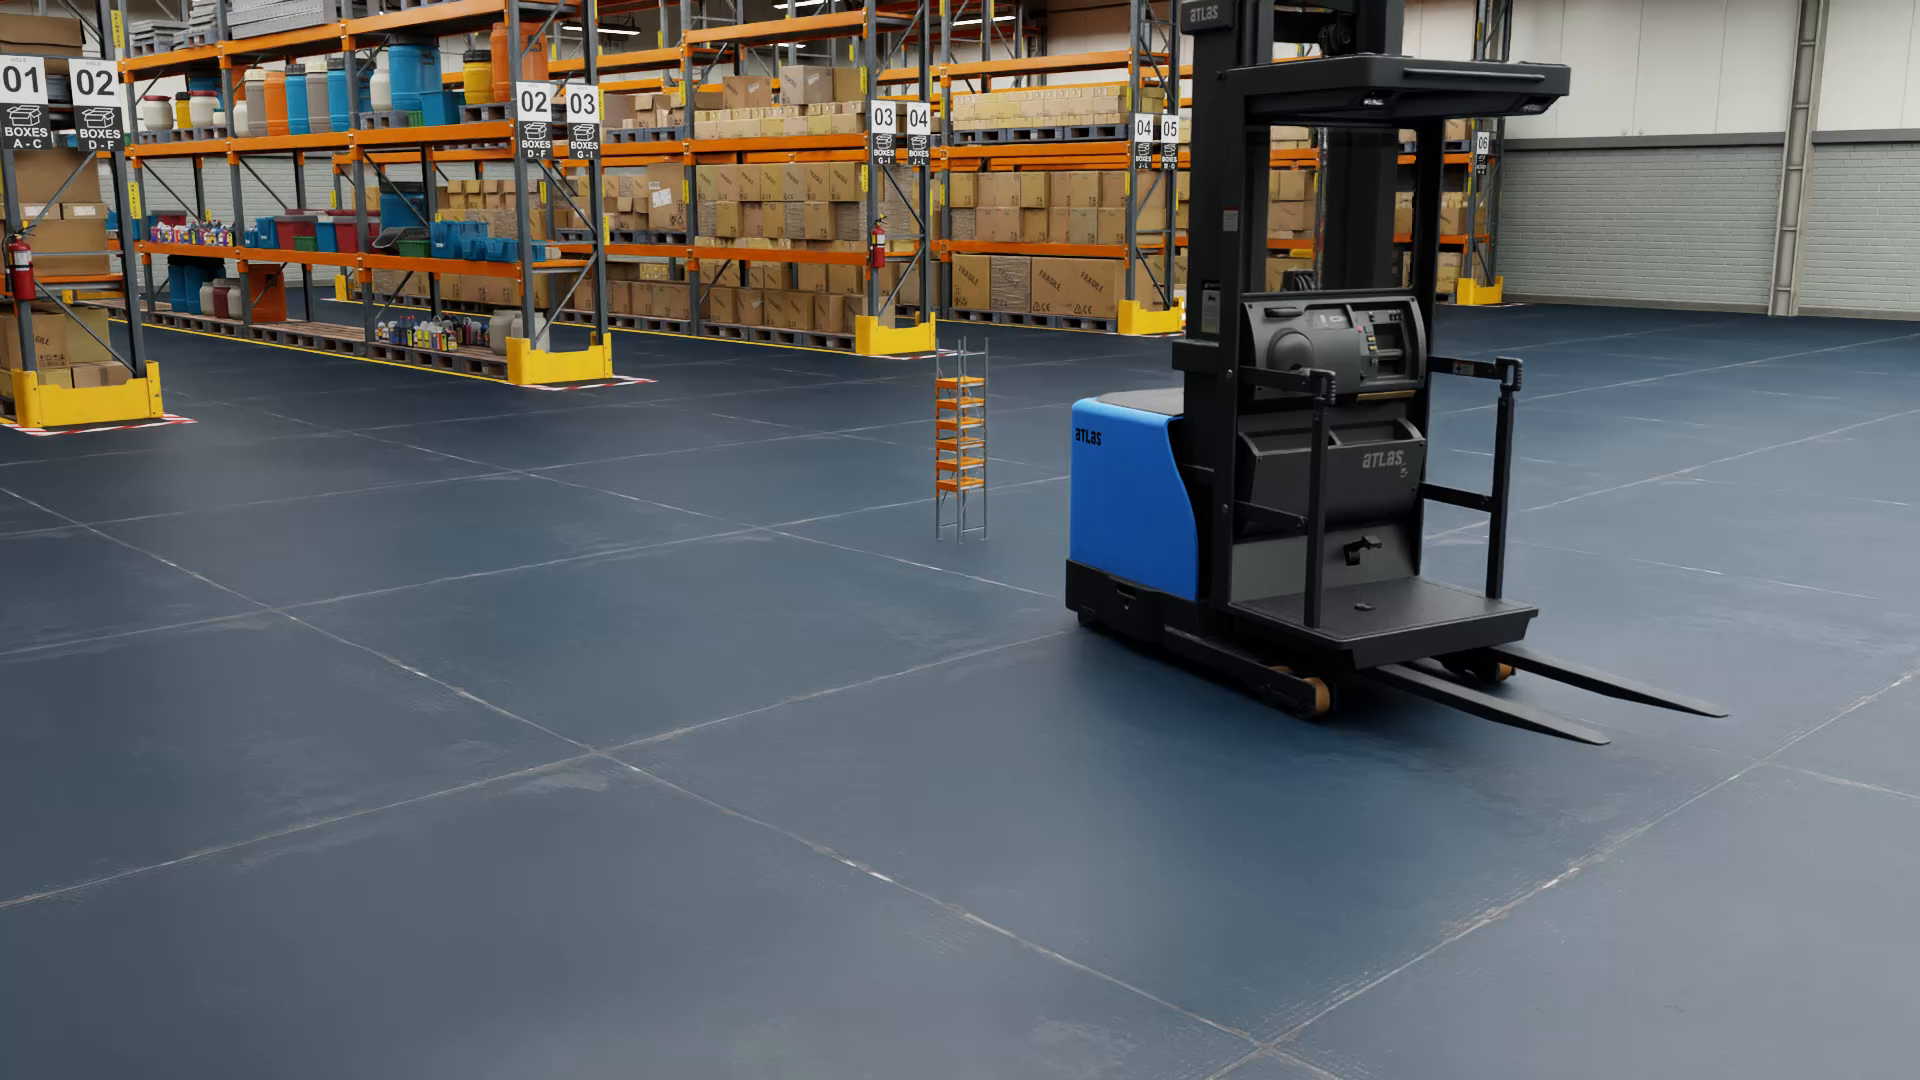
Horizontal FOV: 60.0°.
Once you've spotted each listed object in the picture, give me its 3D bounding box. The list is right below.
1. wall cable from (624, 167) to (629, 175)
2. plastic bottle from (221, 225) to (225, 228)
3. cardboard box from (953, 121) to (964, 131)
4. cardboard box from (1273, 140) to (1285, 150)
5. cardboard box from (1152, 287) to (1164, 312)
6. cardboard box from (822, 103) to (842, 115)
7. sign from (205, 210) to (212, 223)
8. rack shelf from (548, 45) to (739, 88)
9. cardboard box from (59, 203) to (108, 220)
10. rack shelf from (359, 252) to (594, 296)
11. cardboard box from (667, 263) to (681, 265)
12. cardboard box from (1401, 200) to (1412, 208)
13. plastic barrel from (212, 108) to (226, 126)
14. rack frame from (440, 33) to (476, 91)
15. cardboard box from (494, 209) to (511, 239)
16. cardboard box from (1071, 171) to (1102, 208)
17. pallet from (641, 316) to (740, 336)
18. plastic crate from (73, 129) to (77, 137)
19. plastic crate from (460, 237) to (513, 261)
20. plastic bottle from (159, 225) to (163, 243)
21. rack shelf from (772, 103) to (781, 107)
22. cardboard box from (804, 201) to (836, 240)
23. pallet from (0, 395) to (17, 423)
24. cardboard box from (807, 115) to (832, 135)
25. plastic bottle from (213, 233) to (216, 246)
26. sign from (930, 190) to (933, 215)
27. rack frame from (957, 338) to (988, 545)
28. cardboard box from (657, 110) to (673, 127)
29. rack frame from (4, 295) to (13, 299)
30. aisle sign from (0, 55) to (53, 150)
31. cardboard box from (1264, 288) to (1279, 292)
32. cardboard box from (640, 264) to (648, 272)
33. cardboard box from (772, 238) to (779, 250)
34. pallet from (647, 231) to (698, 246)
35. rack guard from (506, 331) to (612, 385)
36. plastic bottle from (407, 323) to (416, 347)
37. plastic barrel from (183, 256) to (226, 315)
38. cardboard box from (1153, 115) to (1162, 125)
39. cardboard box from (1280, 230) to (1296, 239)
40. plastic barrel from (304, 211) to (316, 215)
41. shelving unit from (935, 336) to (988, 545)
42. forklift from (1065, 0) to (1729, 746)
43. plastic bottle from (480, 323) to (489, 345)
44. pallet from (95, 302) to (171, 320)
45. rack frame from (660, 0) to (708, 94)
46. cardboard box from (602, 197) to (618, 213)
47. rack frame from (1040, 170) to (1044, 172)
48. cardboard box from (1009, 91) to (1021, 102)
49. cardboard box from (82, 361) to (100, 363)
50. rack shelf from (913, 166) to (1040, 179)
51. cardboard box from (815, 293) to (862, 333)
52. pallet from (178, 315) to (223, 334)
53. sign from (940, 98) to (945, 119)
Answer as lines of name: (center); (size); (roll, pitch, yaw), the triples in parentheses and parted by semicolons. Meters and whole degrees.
wall cable: (-8.586, -8.995, 43.540); (0.585, 1.953, 0.123); (-11, 16, -43)
plastic bottle: (-11.556, -4.807, 26.116); (0.152, 0.276, 0.135); (-11, 16, -43)
cardboard box: (0.107, -6.706, 26.929); (0.380, 0.149, 0.250); (-11, 16, -43)
cardboard box: (5.571, -6.761, 28.485); (0.380, 0.149, 0.250); (-10, 15, -41)
cardboard box: (3.330, -4.008, 28.117); (0.637, 0.503, 0.797); (1, 12, 6)
cardboard box: (-1.574, -5.613, 21.671); (0.250, 0.149, 0.380); (11, 16, 43)
sign: (-12.263, -5.219, 27.123); (0.100, 0.325, 0.005); (-11, 16, -43)
rack shelf: (-4.937, -7.212, 25.388); (1.077, 0.370, 4.000); (-11, 16, -43)
cardboard box: (-8.076, -3.020, 15.280); (0.380, 0.149, 0.250); (-11, 16, -43)
rack shelf: (-5.756, -3.195, 19.769); (1.077, 0.370, 4.000); (-11, 16, -43)
cardboard box: (-5.869, -5.632, 34.364); (0.380, 0.149, 0.250); (-11, 16, -43)
cardboard box: (8.805, -6.547, 32.400); (0.250, 0.149, 0.380); (11, 16, 43)
plastic barrel: (-10.746, -6.166, 24.276); (0.301, 0.262, 0.301); (0, 12, 0)
rack frame: (-9.080, -8.635, 29.525); (1.000, 3.000, 0.127); (-11, 16, -43)
cardboard box: (-7.539, -5.349, 28.192); (0.500, 0.500, 0.500); (11, 16, 43)
cardboard box: (2.189, -5.352, 25.405); (0.875, 0.550, 0.550); (-11, 16, -43)
pallet: (-4.094, -3.277, 25.295); (1.003, 0.211, 1.213); (-11, 16, -43)
plastic crate: (-14.568, -6.768, 28.049); (0.504, 0.338, 0.767); (-11, 16, -43)
plastic crate: (-5.382, -3.310, 18.911); (0.499, 0.251, 0.408); (-11, 16, -43)
plastic bottle: (-12.465, -4.783, 26.012); (0.097, 0.271, 0.097); (0, 12, 0)
rack shelf: (-3.294, -9.760, 37.758); (1.077, 0.370, 4.000); (-11, 16, -43)
cardboard box: (-1.585, -4.281, 22.271); (0.875, 0.500, 0.500); (-11, 16, -43)
pallet: (-8.519, -1.306, 15.727); (1.003, 0.211, 1.213); (-11, 16, -43)
cardboard box: (-1.657, -5.449, 21.864); (0.500, 0.250, 0.500); (-11, 16, -42)
plastic bottle: (-10.915, -4.421, 24.429); (0.097, 0.201, 0.097); (0, 12, 0)
sign: (-0.401, -4.445, 21.910); (0.100, 0.325, 0.005); (-11, 16, -43)
rack frame: (0.073, -0.572, 9.715); (0.240, 1.200, 0.006); (-11, 16, -43)
cardboard box: (-4.277, -6.262, 24.730); (0.396, 0.266, 0.258); (-10, 15, -41)
rack frame: (-10.723, -3.150, 17.766); (1.000, 3.000, 0.127); (-11, 16, -43)
aisle sign: (-8.127, -3.789, 14.425); (0.394, 0.787, 0.004); (-11, 16, -43)
cardboard box: (5.605, -4.270, 28.976); (0.500, 0.250, 0.500); (-11, 16, -43)
cardboard box: (-6.362, -5.606, 34.237); (0.380, 0.149, 0.250); (-10, 15, -41)
cardboard box: (-2.373, -4.086, 22.933); (0.380, 0.149, 0.250); (-11, 16, -43)
pallet: (-3.978, -4.567, 25.123); (1.003, 0.211, 1.213); (-11, 16, -43)
rack guard: (-4.462, -2.036, 18.554); (1.175, 0.500, 0.348); (-11, 16, -43)
plastic bottle: (-6.666, -2.491, 20.212); (0.061, 0.283, 0.133); (-10, 15, -40)
plastic barrel: (-11.810, -4.000, 26.051); (0.600, 0.901, 0.708); (-11, 16, -43)
cardboard box: (2.859, -6.318, 25.043); (0.380, 0.149, 0.250); (-11, 16, -42)
cardboard box: (5.706, -5.250, 28.583); (0.380, 0.149, 0.250); (-11, 16, -43)
plastic barrel: (-9.035, -4.358, 23.351); (0.421, 0.512, 0.421); (0, 12, 0)
shelving unit: (0.010, -0.586, 9.780); (0.258, 1.200, 0.189); (-11, 16, -43)
forklift: (1.669, -0.838, 6.718); (1.130, 2.935, 3.031); (-6, 13, -29)
plastic bottle: (-5.848, -2.537, 20.463); (0.097, 0.271, 0.097); (0, 12, 0)
pallet: (-14.045, -3.921, 28.421); (1.003, 0.211, 1.213); (-11, 16, -43)
rack frame: (-5.423, -9.312, 32.808); (1.000, 3.000, 0.127); (-11, 16, -43)
cardboard box: (-5.458, -5.227, 26.561); (0.700, 0.500, 0.500); (-8, 14, -34)
rack frame: (1.675, -7.770, 40.193); (1.000, 3.000, 0.127); (-11, 16, -43)
cardboard box: (0.987, -6.911, 25.948); (0.380, 0.149, 0.250); (-11, 16, -43)
cardboard box: (-8.518, -1.607, 16.049); (0.500, 0.250, 0.500); (-11, 16, -43)
rack shelf: (0.294, -9.179, 41.380); (1.077, 0.370, 4.000); (-11, 16, -43)
cardboard box: (-1.650, -3.103, 22.694); (0.500, 0.500, 0.500); (-6, 13, -28)
pallet: (-11.313, -3.345, 25.623); (1.003, 0.211, 1.213); (-11, 16, -43)
sign: (-0.284, -7.005, 26.986); (0.100, 0.325, 0.005); (-11, 16, -43)
